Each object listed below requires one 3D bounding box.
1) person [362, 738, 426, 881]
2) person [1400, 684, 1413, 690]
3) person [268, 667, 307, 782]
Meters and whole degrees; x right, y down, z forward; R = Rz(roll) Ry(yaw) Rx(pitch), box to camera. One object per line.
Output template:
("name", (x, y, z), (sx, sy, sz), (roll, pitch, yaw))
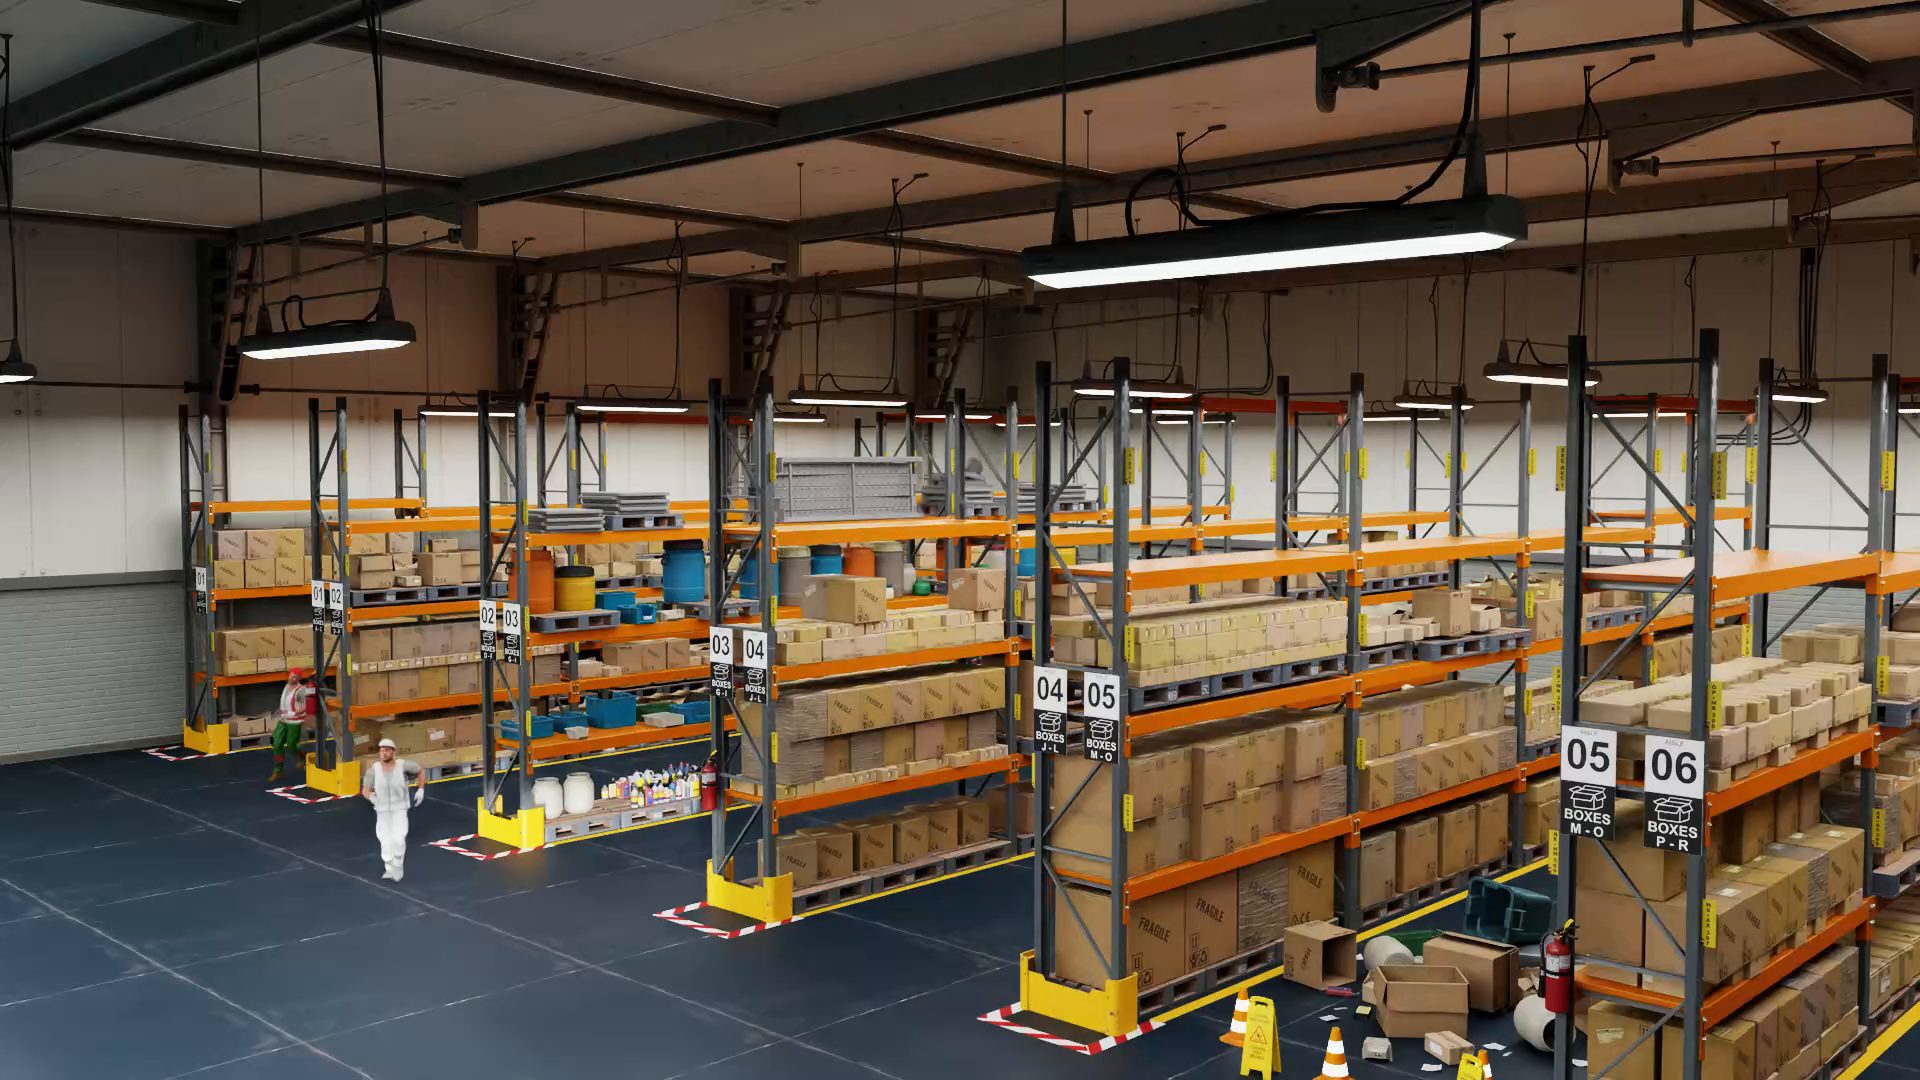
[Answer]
("person", (-6.744, 3.225, 19.754), (0.681, 1.734, 0.737), (0, 3, -7))
("person", (6.597, 3.018, 24.526), (0.720, 1.809, 0.836), (2, 4, 36))
("person", (-10.564, 2.895, 26.382), (0.700, 1.780, 0.842), (1, 3, 21))
